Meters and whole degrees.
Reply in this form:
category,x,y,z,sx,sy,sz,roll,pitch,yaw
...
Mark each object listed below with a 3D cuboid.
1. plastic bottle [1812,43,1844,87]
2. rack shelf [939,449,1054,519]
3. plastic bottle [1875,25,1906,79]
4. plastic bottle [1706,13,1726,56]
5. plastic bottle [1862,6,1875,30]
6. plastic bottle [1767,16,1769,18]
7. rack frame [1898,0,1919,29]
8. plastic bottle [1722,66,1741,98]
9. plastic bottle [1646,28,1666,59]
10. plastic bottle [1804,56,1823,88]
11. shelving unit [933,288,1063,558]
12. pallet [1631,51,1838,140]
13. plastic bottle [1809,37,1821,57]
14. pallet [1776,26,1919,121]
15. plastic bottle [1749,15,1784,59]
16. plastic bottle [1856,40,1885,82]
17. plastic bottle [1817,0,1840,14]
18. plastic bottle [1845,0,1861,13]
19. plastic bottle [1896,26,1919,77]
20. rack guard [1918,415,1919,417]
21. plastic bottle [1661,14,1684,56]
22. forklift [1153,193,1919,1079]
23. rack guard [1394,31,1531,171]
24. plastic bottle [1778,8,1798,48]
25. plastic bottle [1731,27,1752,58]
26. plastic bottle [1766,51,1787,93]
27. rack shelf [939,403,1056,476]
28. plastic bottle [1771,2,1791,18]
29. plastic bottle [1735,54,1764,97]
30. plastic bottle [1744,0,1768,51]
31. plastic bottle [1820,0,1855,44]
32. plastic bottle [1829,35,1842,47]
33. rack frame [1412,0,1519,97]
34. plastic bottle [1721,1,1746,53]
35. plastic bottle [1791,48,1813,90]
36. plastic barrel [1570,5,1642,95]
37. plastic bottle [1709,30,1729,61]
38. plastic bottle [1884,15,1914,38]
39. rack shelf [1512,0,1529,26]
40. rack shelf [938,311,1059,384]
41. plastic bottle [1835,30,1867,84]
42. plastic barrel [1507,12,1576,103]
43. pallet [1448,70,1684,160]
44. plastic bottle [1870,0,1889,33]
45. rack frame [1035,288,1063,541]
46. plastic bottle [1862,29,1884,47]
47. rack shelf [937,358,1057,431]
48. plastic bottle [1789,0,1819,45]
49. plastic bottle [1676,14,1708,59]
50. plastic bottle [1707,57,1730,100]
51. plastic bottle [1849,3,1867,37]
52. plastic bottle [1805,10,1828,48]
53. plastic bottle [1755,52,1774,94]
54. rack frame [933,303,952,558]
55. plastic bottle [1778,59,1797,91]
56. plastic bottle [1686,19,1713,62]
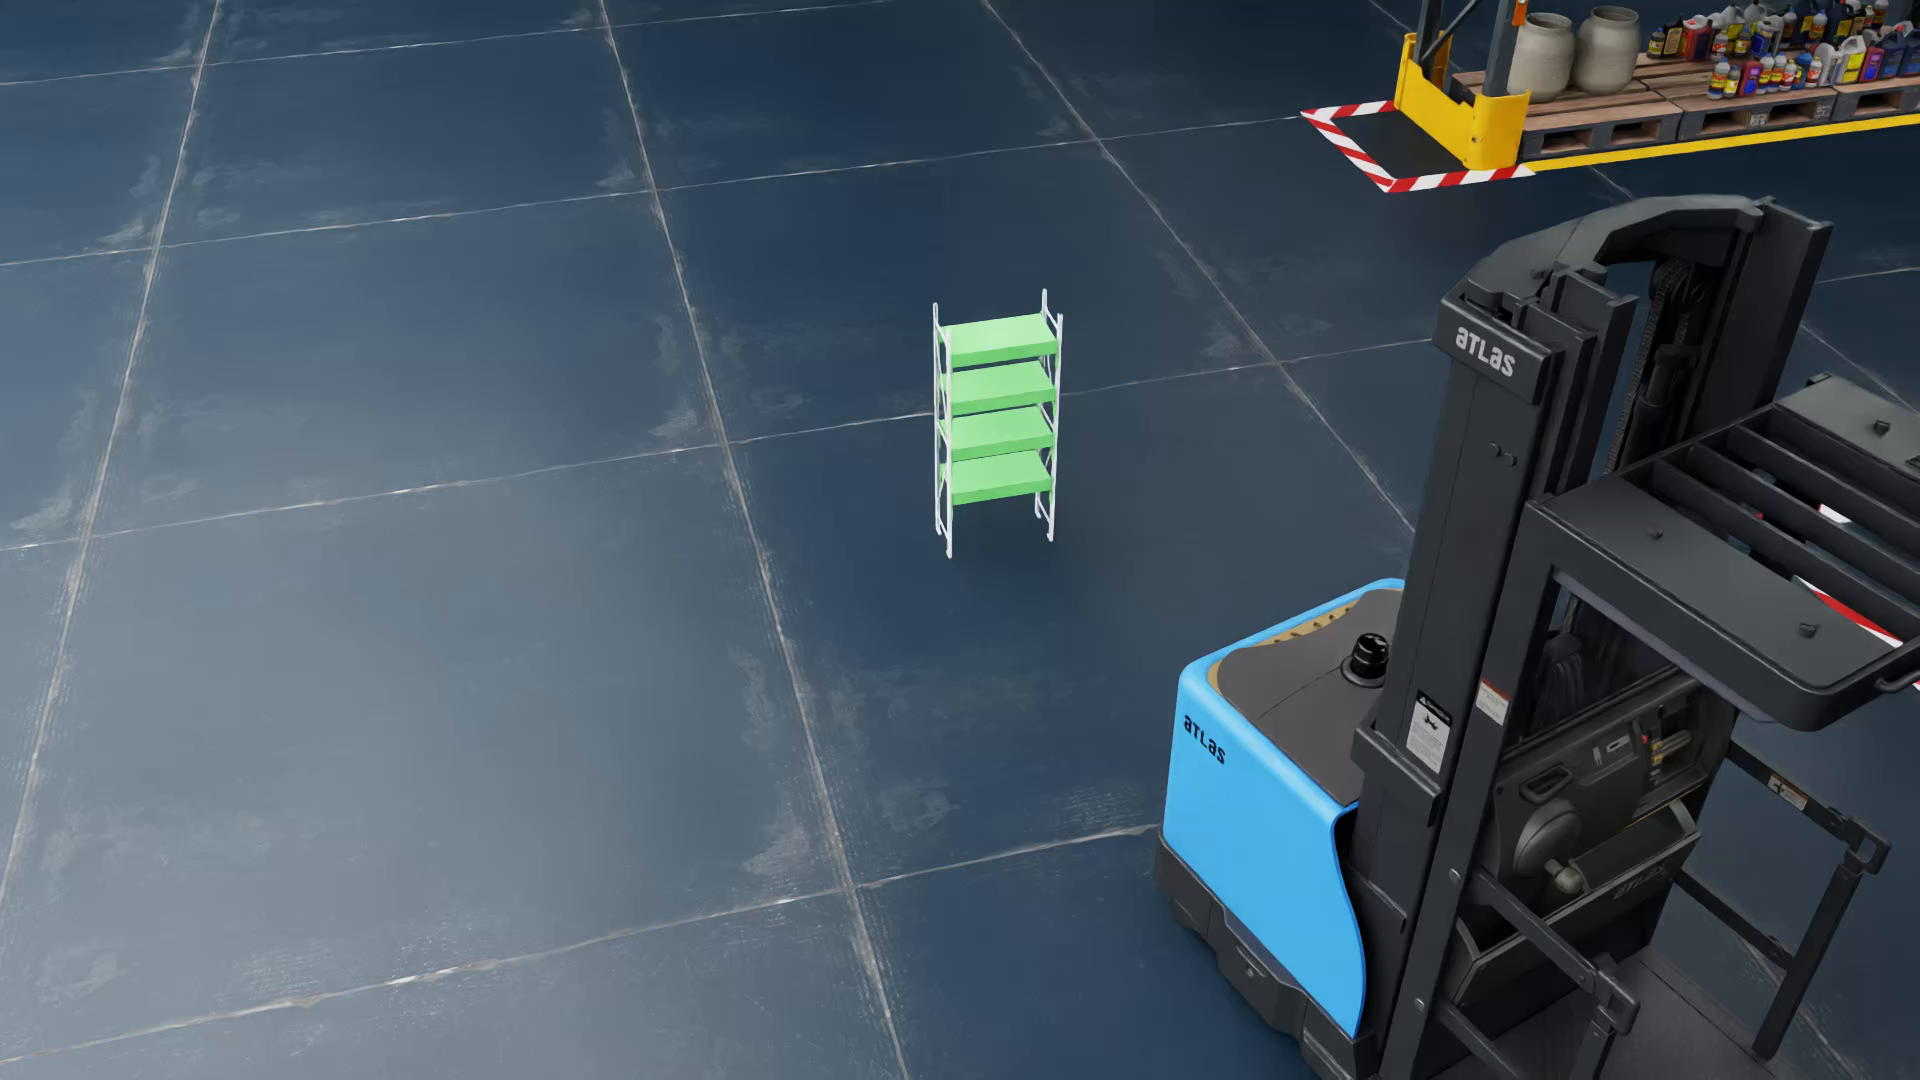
category,x,y,z,sx,sy,sz,roll,pitch,yaw
plastic bottle,5.971,-3.285,11.455,0.135,0.276,0.152,-9,38,-11
rack shelf,0.160,-0.261,7.604,0.480,0.148,0.258,-9,38,-12
plastic bottle,6.440,-3.389,11.530,0.185,0.351,0.144,-11,39,-14
plastic bottle,5.354,-3.621,11.895,0.135,0.276,0.152,-10,39,-13
plastic bottle,6.652,-3.822,12.219,0.097,0.201,0.097,0,37,0
plastic bottle,5.823,-3.686,12.041,0.097,0.201,0.097,0,37,0
rack frame,7.172,-4.568,11.253,0.127,3.000,1.000,-9,38,-12
plastic bottle,5.242,-3.119,11.299,0.097,0.201,0.097,0,37,0
plastic bottle,4.969,-3.546,11.858,0.097,0.201,0.097,0,37,0
plastic bottle,5.864,-3.221,11.433,0.097,0.201,0.097,0,37,0
shelving unit,0.160,-0.503,7.420,0.503,1.200,0.258,-9,38,-12
pallet,5.333,-3.183,11.738,1.213,0.211,1.003,-9,38,-12
plastic bottle,5.942,-3.350,11.535,0.133,0.283,0.061,-9,38,-12
pallet,6.513,-3.379,11.993,1.213,0.211,1.003,-9,38,-12
plastic bottle,5.755,-3.597,11.862,0.135,0.276,0.152,-9,38,-12
plastic bottle,6.294,-3.312,11.485,0.133,0.283,0.061,-7,38,-9
plastic bottle,6.285,-3.806,12.075,0.185,0.351,0.144,-8,38,-11
plastic bottle,6.445,-3.801,12.129,0.135,0.276,0.152,-8,38,-10
plastic bottle,6.626,-3.420,11.570,0.185,0.351,0.144,-10,39,-13
rack guard,4.675,-0.049,7.402,0.348,0.500,1.175,-9,38,-12
plastic bottle,5.077,-3.608,11.871,0.133,0.283,0.061,-8,38,-11
forklift,1.901,0.715,4.403,1.130,2.935,3.031,-20,42,-25
rack guard,3.372,-2.981,11.236,0.348,0.500,1.175,-9,38,-12
plastic bottle,5.970,-3.700,12.001,0.097,0.271,0.097,0,37,0
plastic bottle,5.586,-3.557,11.871,0.097,0.201,0.097,0,37,0
plastic bottle,5.570,-3.200,11.348,0.097,0.271,0.097,0,37,0
rack shelf,0.160,-0.452,7.459,0.480,0.148,0.258,-9,38,-12
plastic bottle,5.932,-3.748,12.054,0.133,0.283,0.061,-8,38,-10
plastic bottle,5.365,-3.160,11.286,0.133,0.283,0.061,-9,38,-11
plastic bottle,5.692,-3.709,11.948,0.185,0.351,0.144,-10,38,-12
plastic bottle,6.322,-3.722,11.965,0.185,0.351,0.144,-9,38,-12
plastic bottle,6.077,-3.368,11.557,0.133,0.283,0.061,-9,38,-12
rack frame,3.311,-3.935,10.425,0.127,3.000,1.000,-9,38,-12
plastic bottle,5.513,-3.680,11.910,0.185,0.351,0.144,-8,38,-10
plastic bottle,5.765,-3.232,11.390,0.097,0.271,0.097,0,37,0
plastic barrel,4.410,-3.342,11.352,0.421,0.512,0.421,0,37,0
plastic bottle,5.404,-3.522,11.826,0.097,0.201,0.097,0,37,0
plastic bottle,6.588,-3.504,11.680,0.185,0.351,0.144,-9,38,-12
rack shelf,5.241,-3.966,11.057,4.000,0.370,1.077,-9,38,-12
rack shelf,0.160,-0.833,7.167,0.480,0.148,0.258,-9,38,-12
plastic bottle,6.129,-3.338,11.463,0.185,0.351,0.144,-10,38,-12
plastic barrel,3.926,-3.262,11.248,0.421,0.512,0.421,0,37,0
pallet,4.157,-2.992,11.488,1.213,0.211,1.003,-9,38,-12
plastic bottle,6.750,-3.866,12.219,0.097,0.271,0.097,0,37,0
rack frame,0.395,-0.541,7.470,0.015,1.200,0.240,-9,38,-12
plastic bottle,6.377,-3.443,11.661,0.135,0.276,0.152,-9,38,-12
rack shelf,0.160,-0.643,7.313,0.480,0.148,0.258,-9,38,-12
plastic bottle,6.103,-3.777,12.036,0.185,0.351,0.144,-11,39,-14
plastic bottle,5.220,-3.599,11.866,0.135,0.276,0.152,-9,38,-12
plastic bottle,5.142,-3.130,11.257,0.097,0.271,0.097,0,37,0
plastic bottle,6.474,-3.741,12.045,0.133,0.283,0.061,-9,38,-12
plastic bottle,6.176,-3.681,11.977,0.097,0.271,0.097,0,37,0
plastic bottle,5.473,-3.184,11.328,0.097,0.271,0.097,0,37,0
rack frame,-0.076,-0.464,7.369,0.015,1.200,0.240,-9,38,-12
plastic bottle,5.665,-3.188,11.390,0.097,0.201,0.097,0,37,0
plastic bottle,5.248,-3.540,11.783,0.133,0.283,0.061,-9,38,-12
